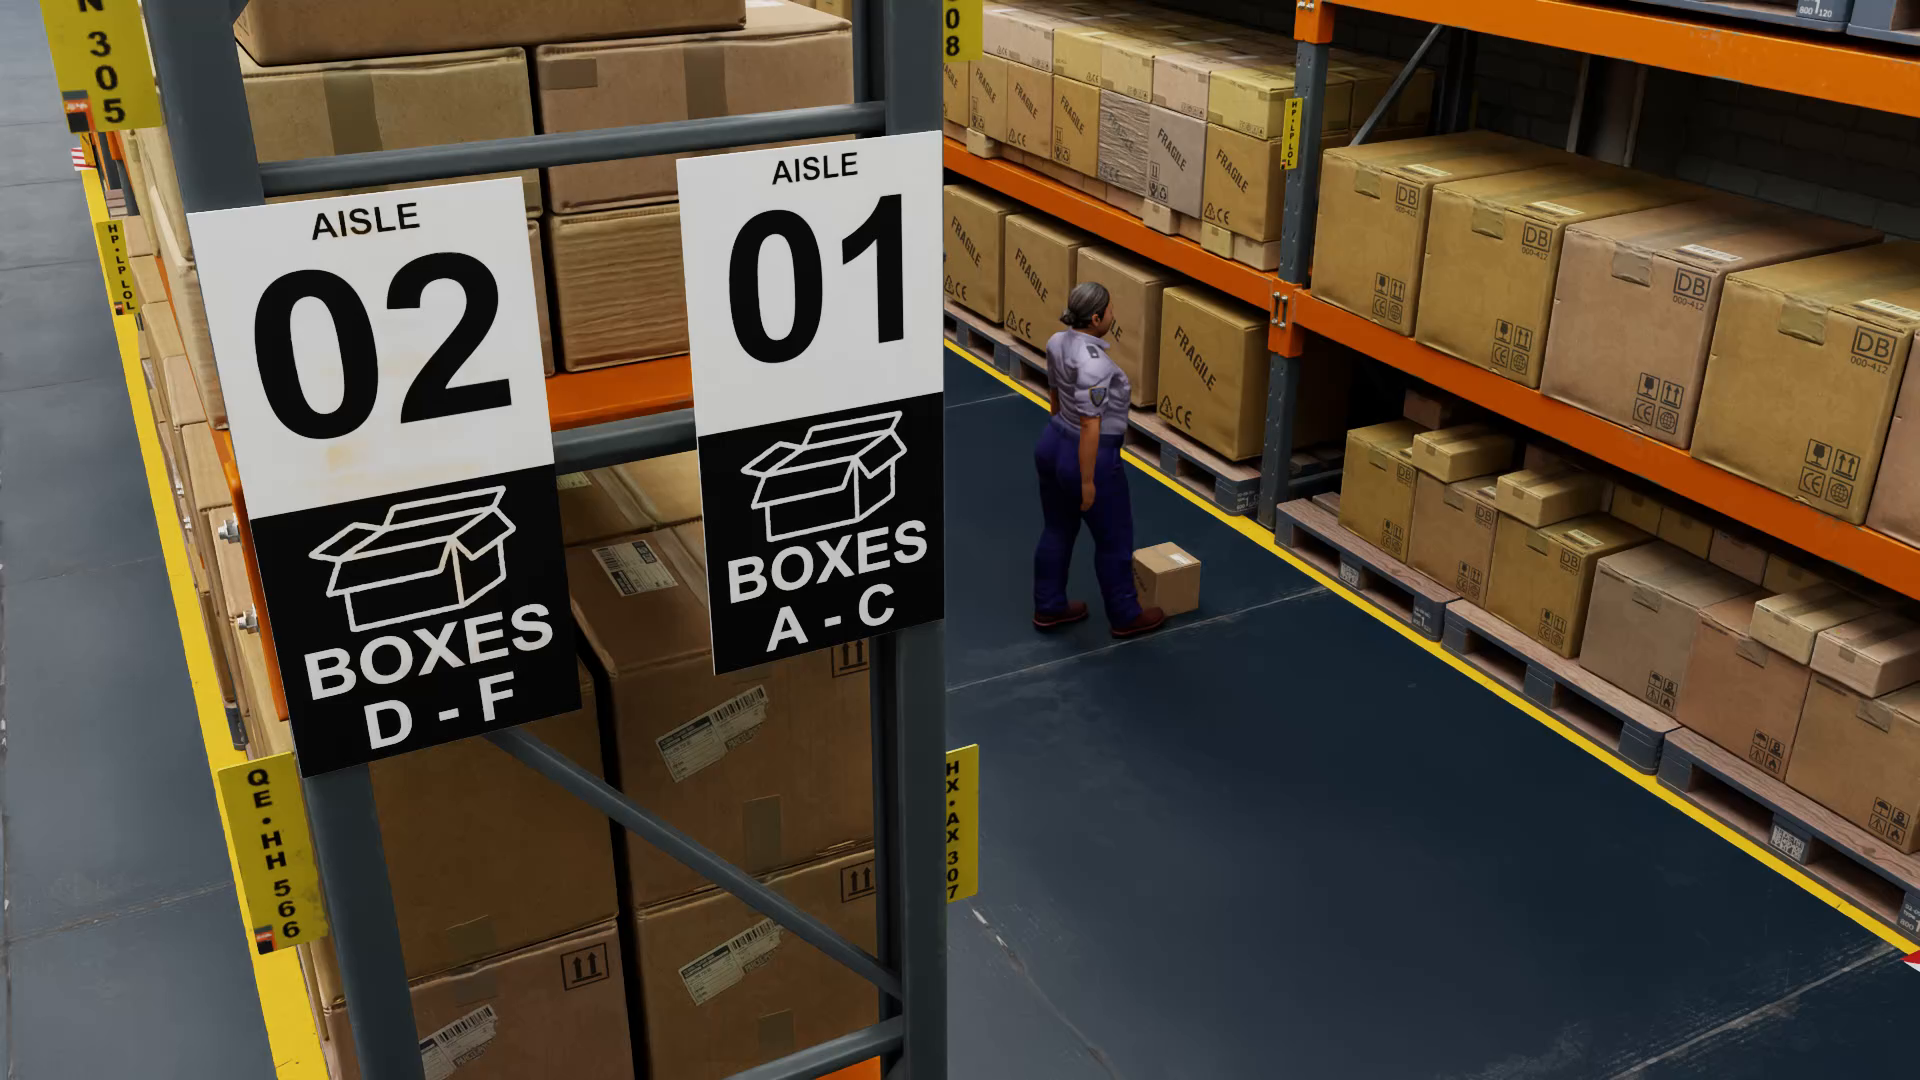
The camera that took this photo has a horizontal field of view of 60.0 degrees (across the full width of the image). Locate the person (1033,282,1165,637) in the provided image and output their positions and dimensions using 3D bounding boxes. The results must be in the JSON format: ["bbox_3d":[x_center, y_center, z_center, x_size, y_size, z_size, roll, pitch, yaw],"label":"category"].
[{"bbox_3d":[0.622,-0.367,7.381,0.569,1.642,0.480,-13,28,-24],"label":"person"}]
